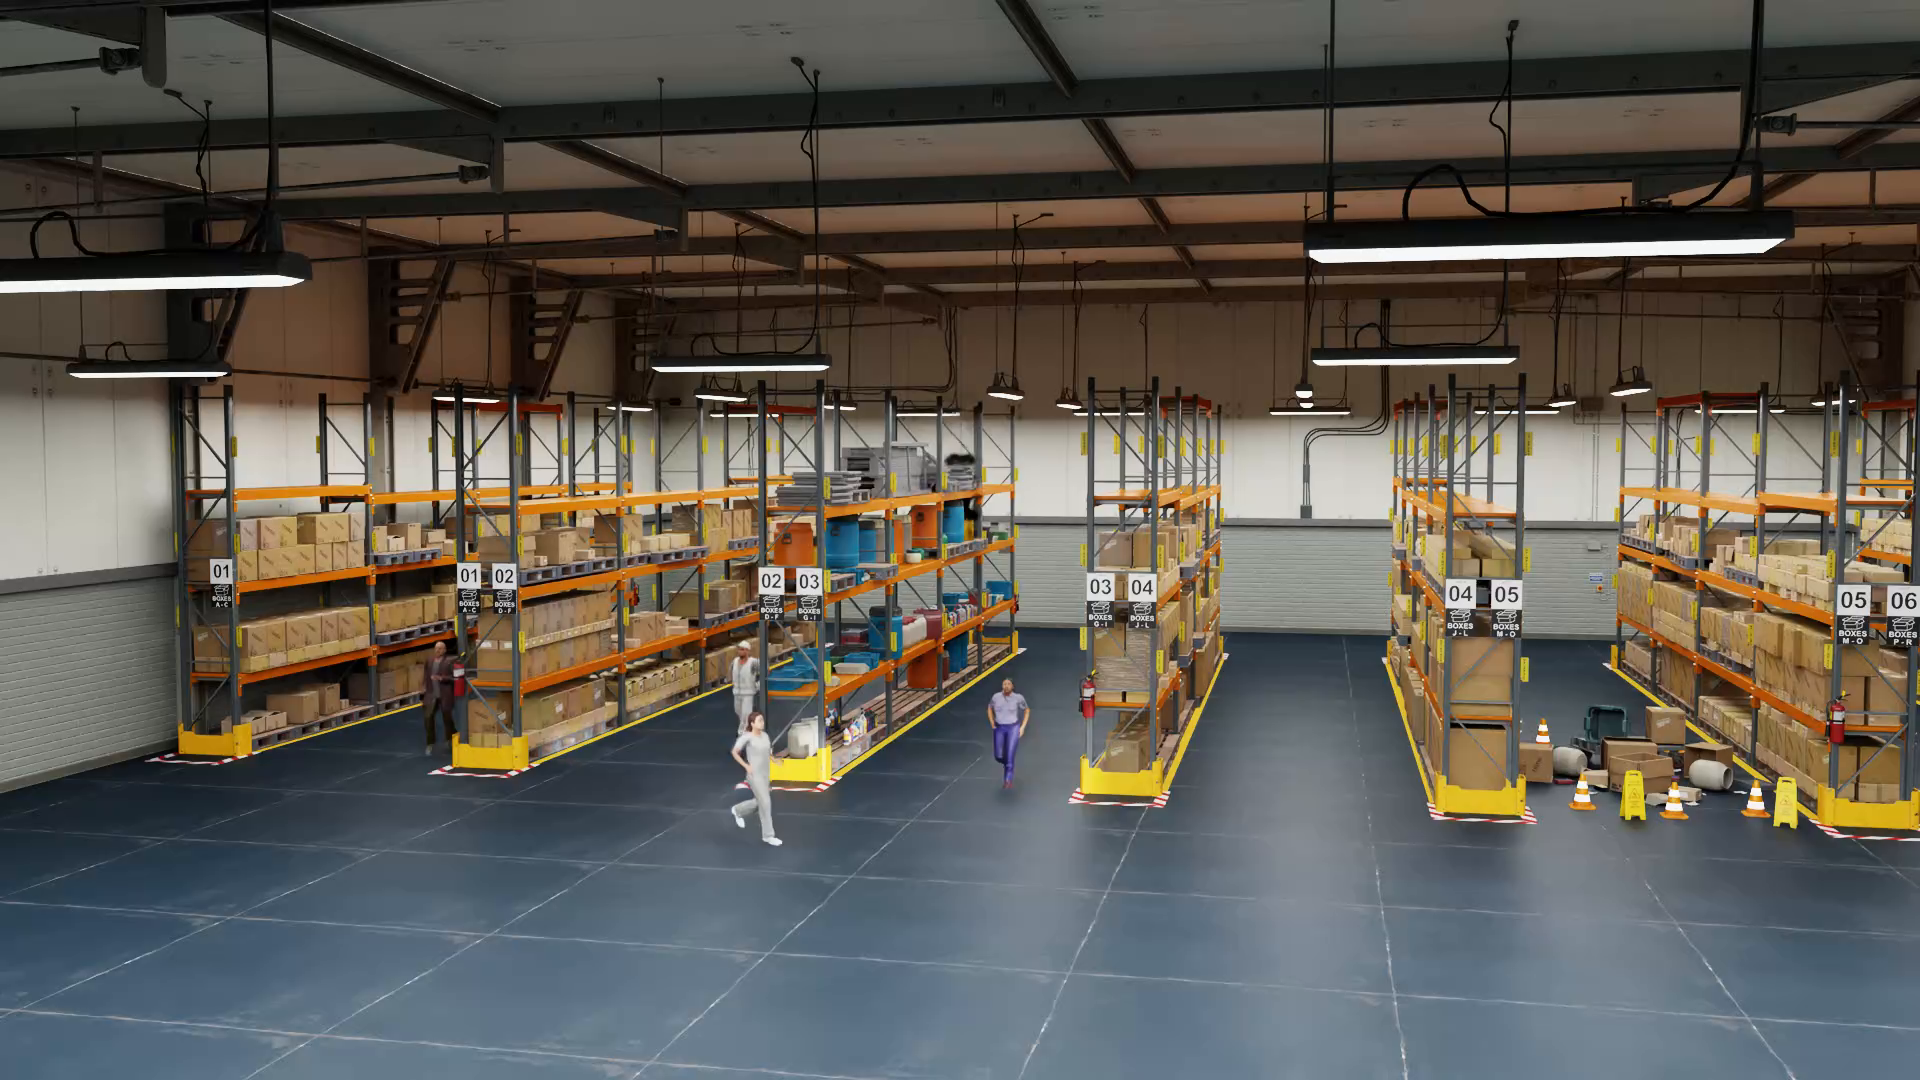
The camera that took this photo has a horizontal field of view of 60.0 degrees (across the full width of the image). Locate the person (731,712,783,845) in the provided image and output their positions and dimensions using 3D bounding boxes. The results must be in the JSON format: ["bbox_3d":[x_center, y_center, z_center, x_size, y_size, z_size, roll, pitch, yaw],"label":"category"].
[{"bbox_3d":[-2.604,3.002,21.105,0.867,1.667,0.567,2,4,34],"label":"person"}]

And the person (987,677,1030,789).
[{"bbox_3d":[0.708,2.839,24.623,0.641,1.613,0.588,1,3,16],"label":"person"}]

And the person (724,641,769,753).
[{"bbox_3d":[-3.546,2.534,27.212,0.680,1.762,1.025,2,4,26],"label":"person"}]

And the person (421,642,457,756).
[{"bbox_3d":[-8.527,2.577,27.278,0.675,1.830,0.864,0,3,1],"label":"person"}]
